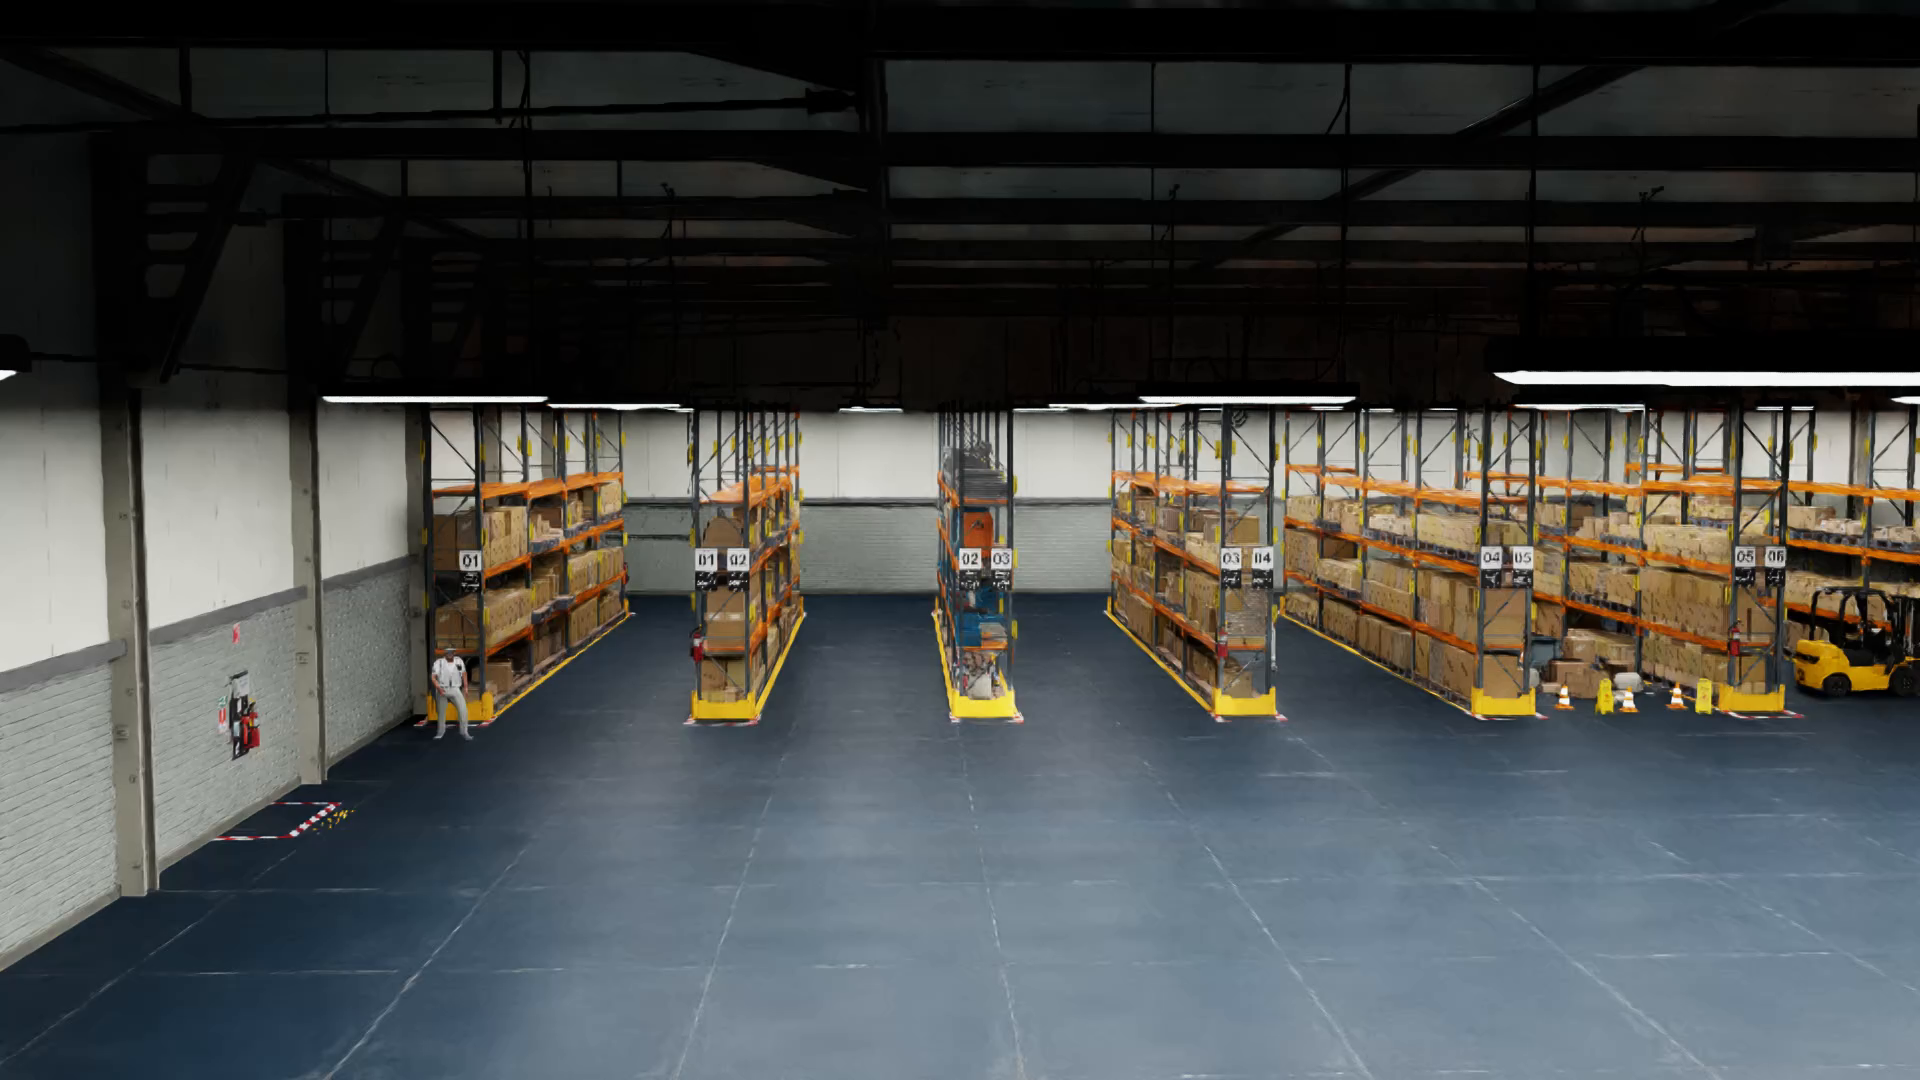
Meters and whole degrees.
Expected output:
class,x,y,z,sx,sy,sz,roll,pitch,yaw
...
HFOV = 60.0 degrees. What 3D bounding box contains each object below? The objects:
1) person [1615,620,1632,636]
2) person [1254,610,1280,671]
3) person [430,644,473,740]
class,x,y,z,sx,sy,sz,roll,pitch,yaw
person,16.956,1.615,42.657,0.576,1.708,0.626,2,5,27
person,6.788,2.039,37.005,0.557,1.704,1.114,0,4,-4
person,-8.946,2.651,29.168,0.670,1.703,0.771,-2,5,-24
